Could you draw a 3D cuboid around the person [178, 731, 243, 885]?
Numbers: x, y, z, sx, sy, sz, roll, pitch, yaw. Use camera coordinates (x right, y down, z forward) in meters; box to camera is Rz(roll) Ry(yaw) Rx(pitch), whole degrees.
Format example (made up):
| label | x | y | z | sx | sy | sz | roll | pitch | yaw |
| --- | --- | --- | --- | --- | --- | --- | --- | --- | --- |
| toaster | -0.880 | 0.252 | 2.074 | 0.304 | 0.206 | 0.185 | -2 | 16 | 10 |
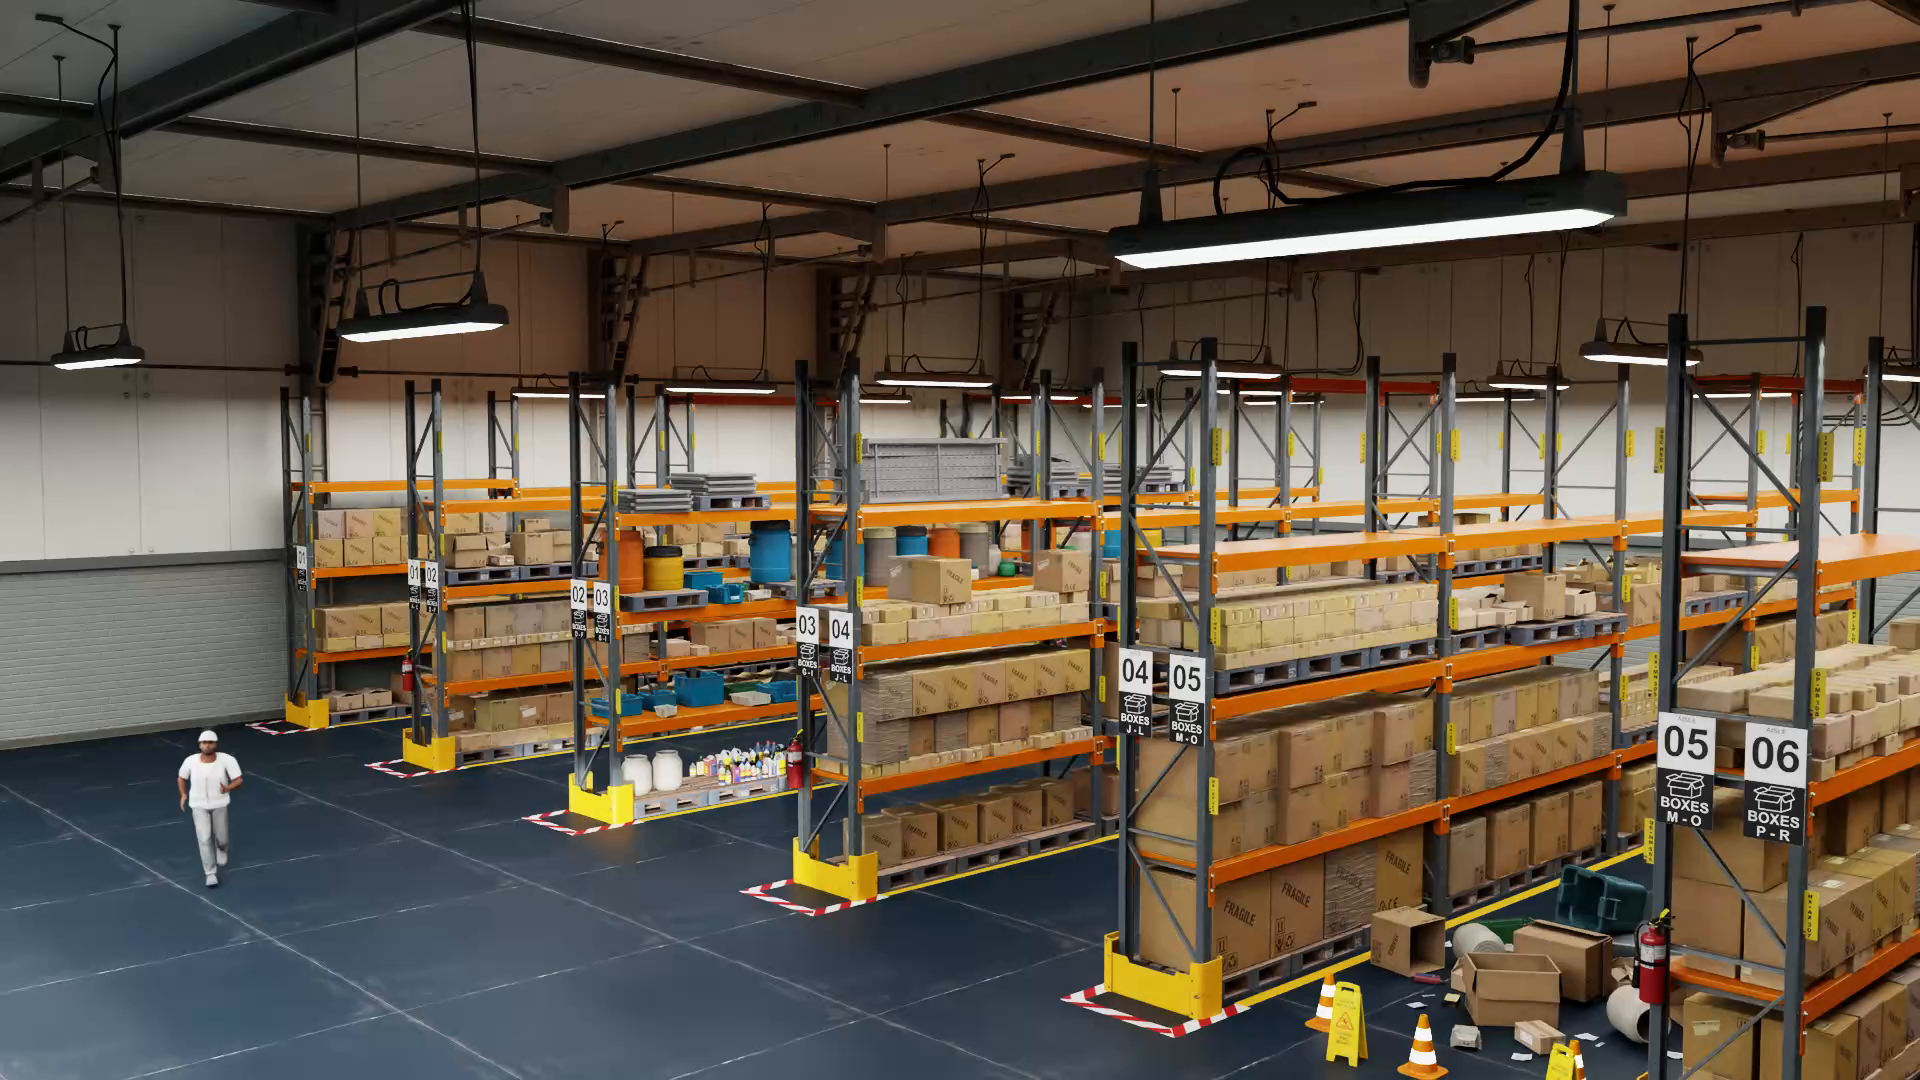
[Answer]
| label | x | y | z | sx | sy | sz | roll | pitch | yaw |
| --- | --- | --- | --- | --- | --- | --- | --- | --- | --- |
| person | -8.659 | 3.061 | 19.218 | 0.705 | 1.740 | 0.831 | -1 | 4 | -20 |
